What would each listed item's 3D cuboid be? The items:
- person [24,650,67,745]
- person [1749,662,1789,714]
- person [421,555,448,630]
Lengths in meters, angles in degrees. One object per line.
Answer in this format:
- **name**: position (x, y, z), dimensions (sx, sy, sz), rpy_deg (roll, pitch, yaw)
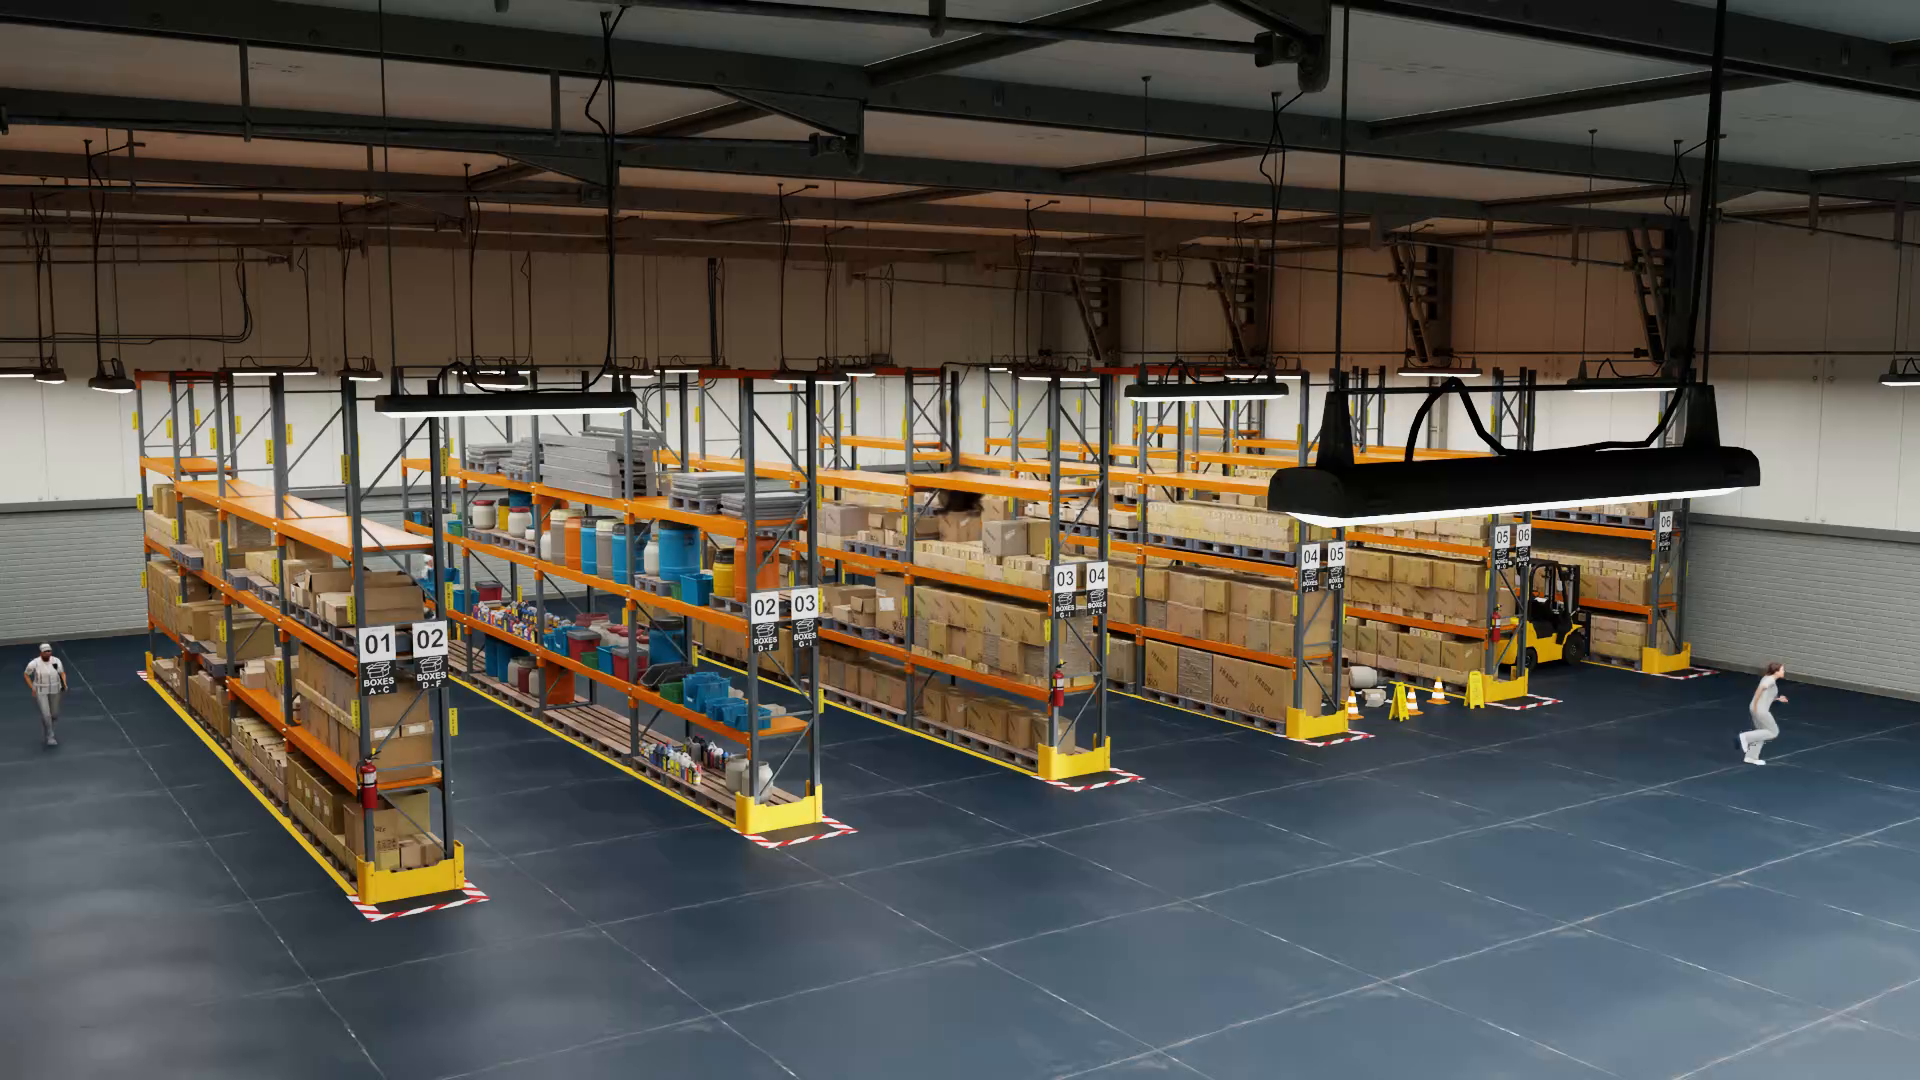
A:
- **person**: position (-14.907, 2.491, 27.105), dimensions (0.592, 1.622, 0.762), rpy_deg (-6, 9, -43)
- **person**: position (12.445, 2.265, 25.574), dimensions (0.578, 0.791, 0.553), rpy_deg (1, 7, 11)
- **person**: position (-12.071, 1.205, 37.806), dimensions (0.771, 1.762, 0.655), rpy_deg (-1, 7, -11)
